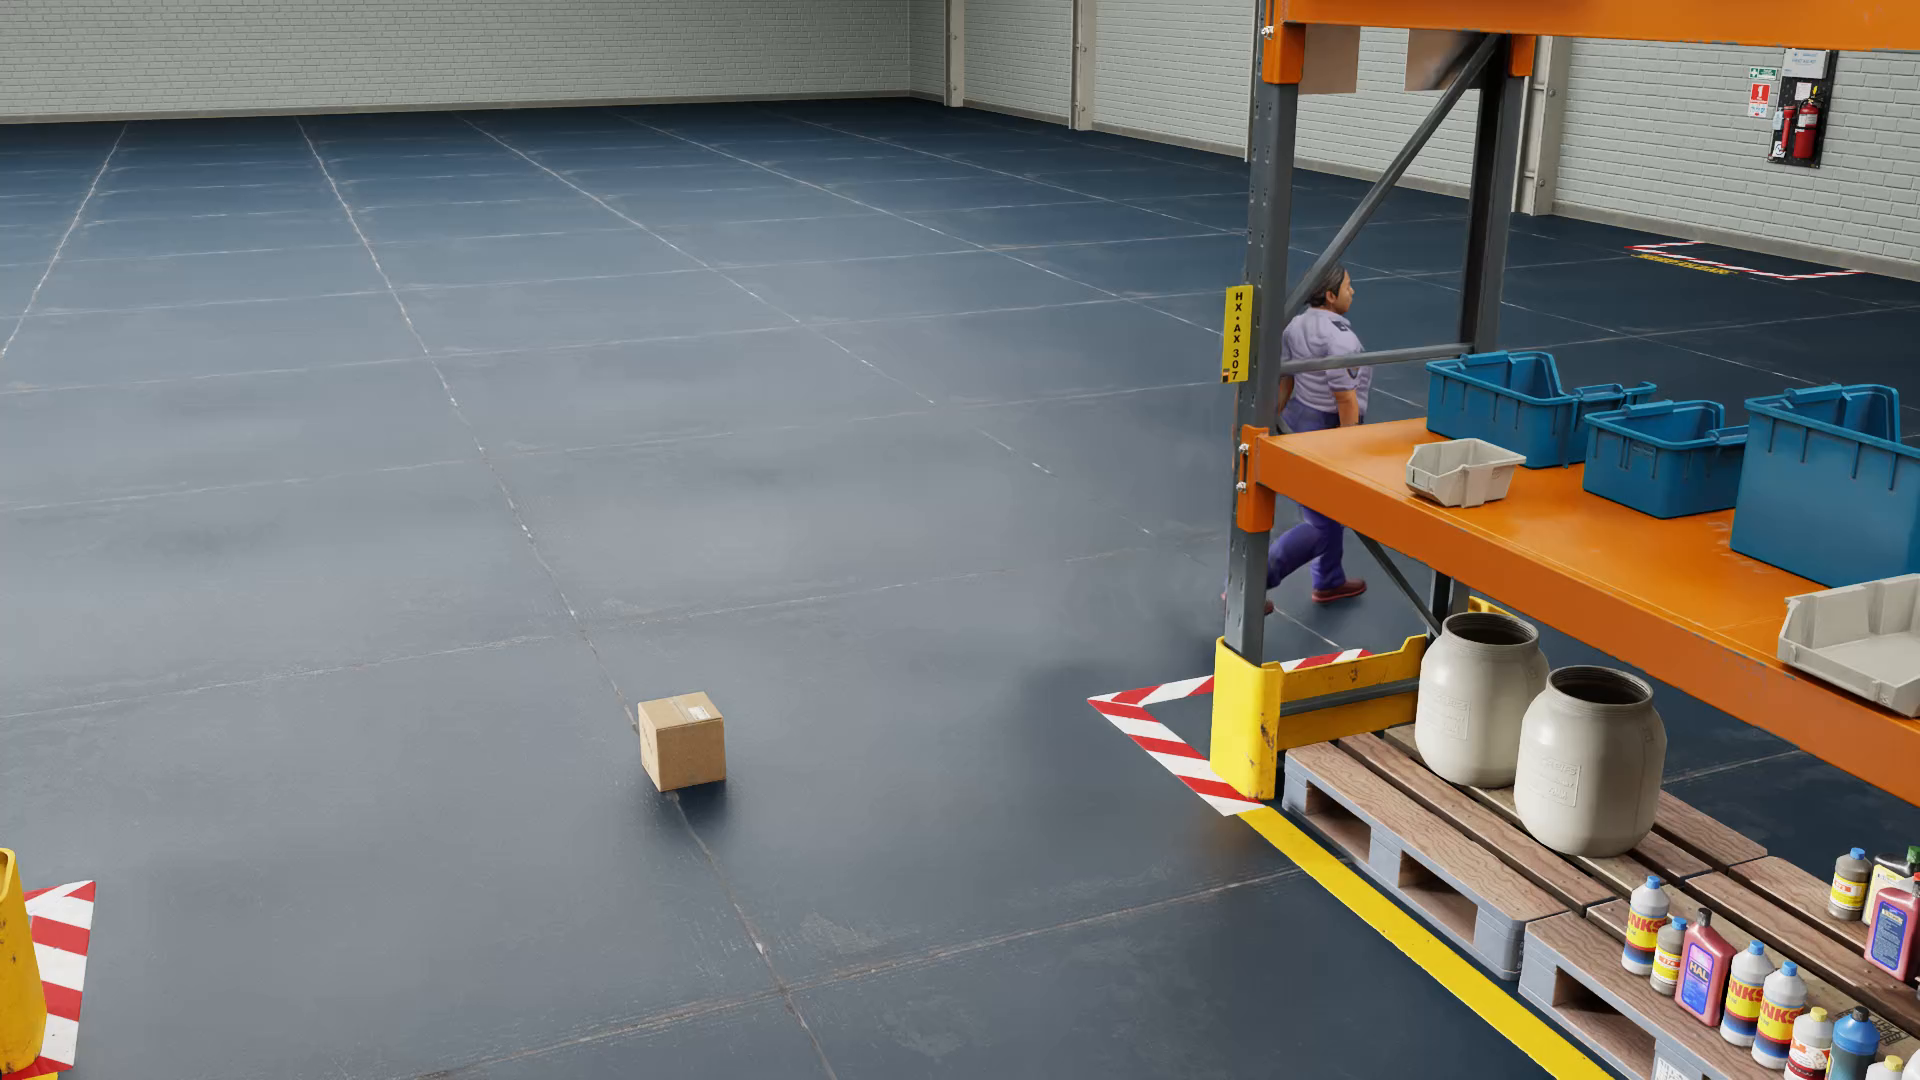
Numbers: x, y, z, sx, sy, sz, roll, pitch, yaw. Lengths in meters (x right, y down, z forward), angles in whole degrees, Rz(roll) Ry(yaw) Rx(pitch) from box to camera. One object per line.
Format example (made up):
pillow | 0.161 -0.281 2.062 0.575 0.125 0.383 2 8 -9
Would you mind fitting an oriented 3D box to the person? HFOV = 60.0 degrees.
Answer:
person | 1.550 -0.425 7.303 0.882 1.606 0.510 -8 21 -23
